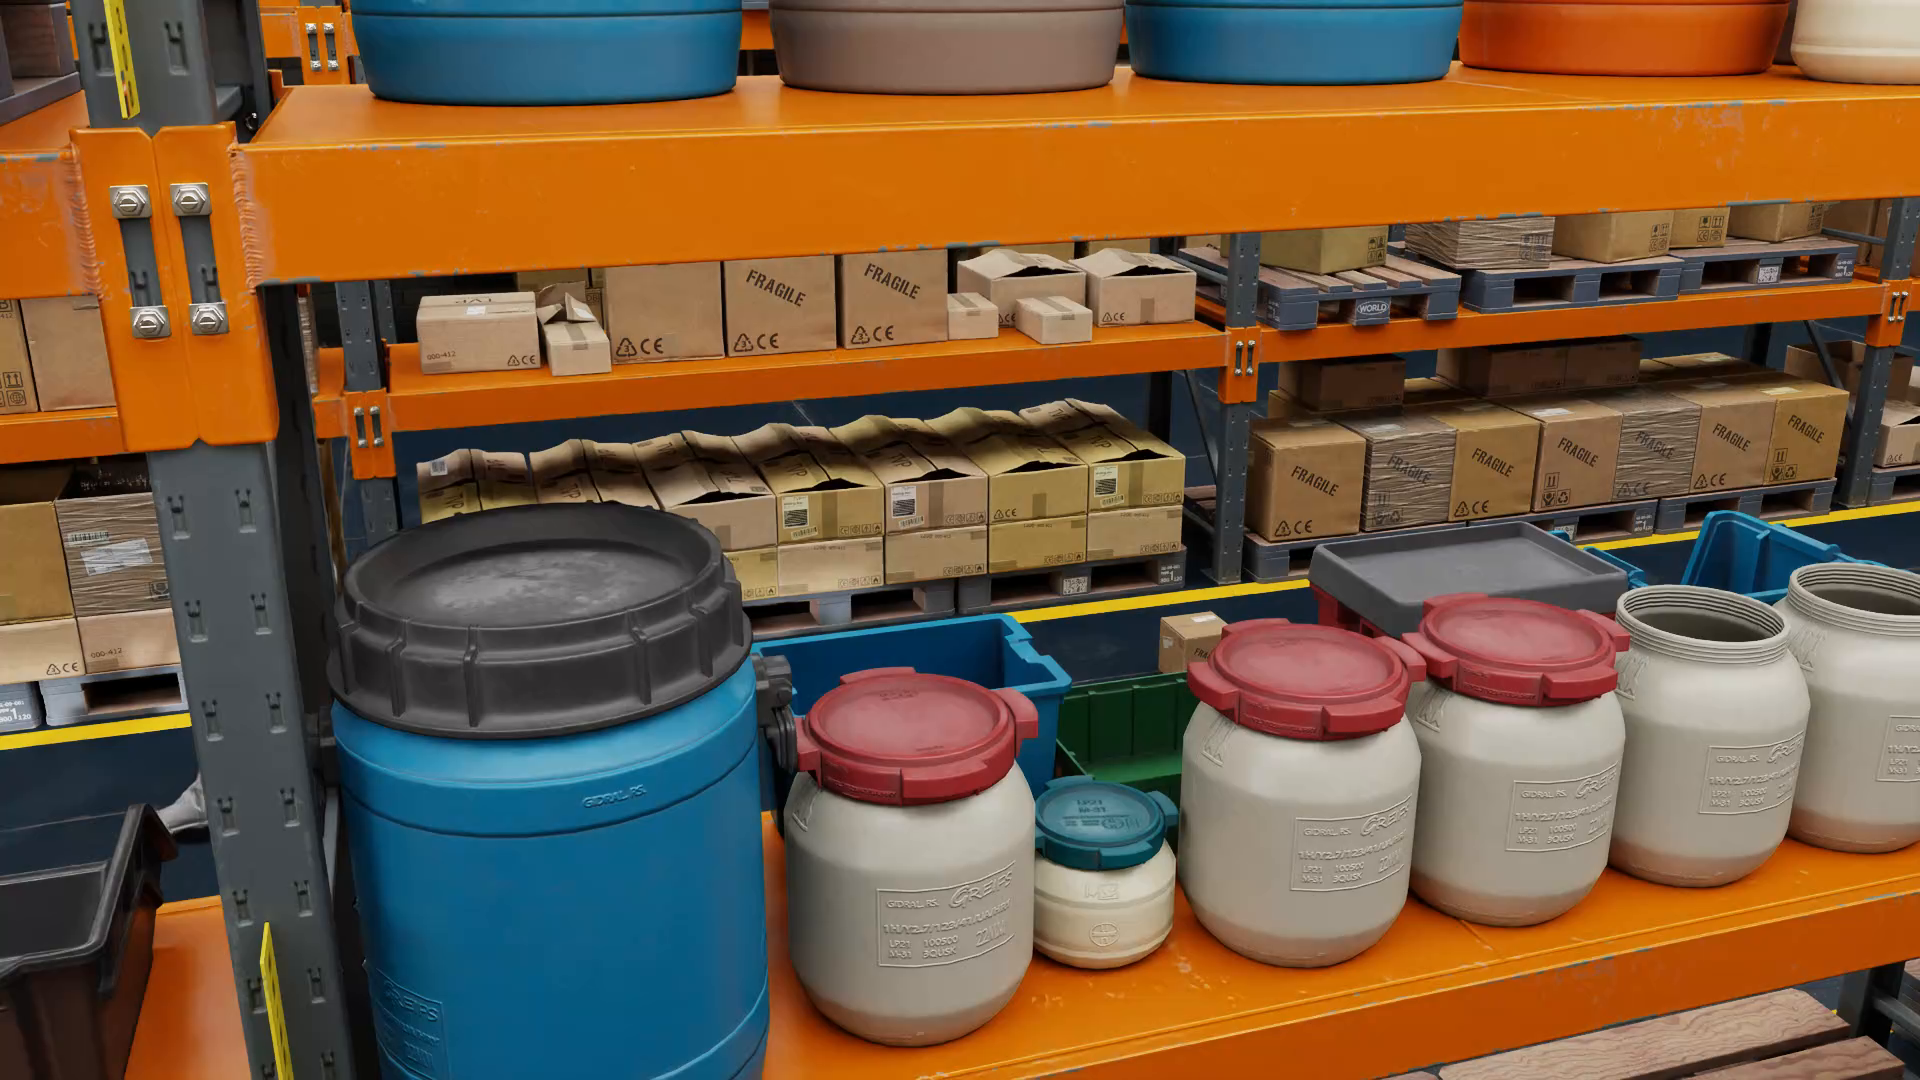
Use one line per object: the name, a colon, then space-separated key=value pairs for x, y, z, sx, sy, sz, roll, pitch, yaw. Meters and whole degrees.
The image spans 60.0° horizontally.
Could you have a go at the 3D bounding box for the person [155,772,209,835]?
person: x=-2.530 y=0.199 z=5.929 sx=0.953 sy=1.636 sz=0.499 roll=-6 pitch=20 yaw=-16
